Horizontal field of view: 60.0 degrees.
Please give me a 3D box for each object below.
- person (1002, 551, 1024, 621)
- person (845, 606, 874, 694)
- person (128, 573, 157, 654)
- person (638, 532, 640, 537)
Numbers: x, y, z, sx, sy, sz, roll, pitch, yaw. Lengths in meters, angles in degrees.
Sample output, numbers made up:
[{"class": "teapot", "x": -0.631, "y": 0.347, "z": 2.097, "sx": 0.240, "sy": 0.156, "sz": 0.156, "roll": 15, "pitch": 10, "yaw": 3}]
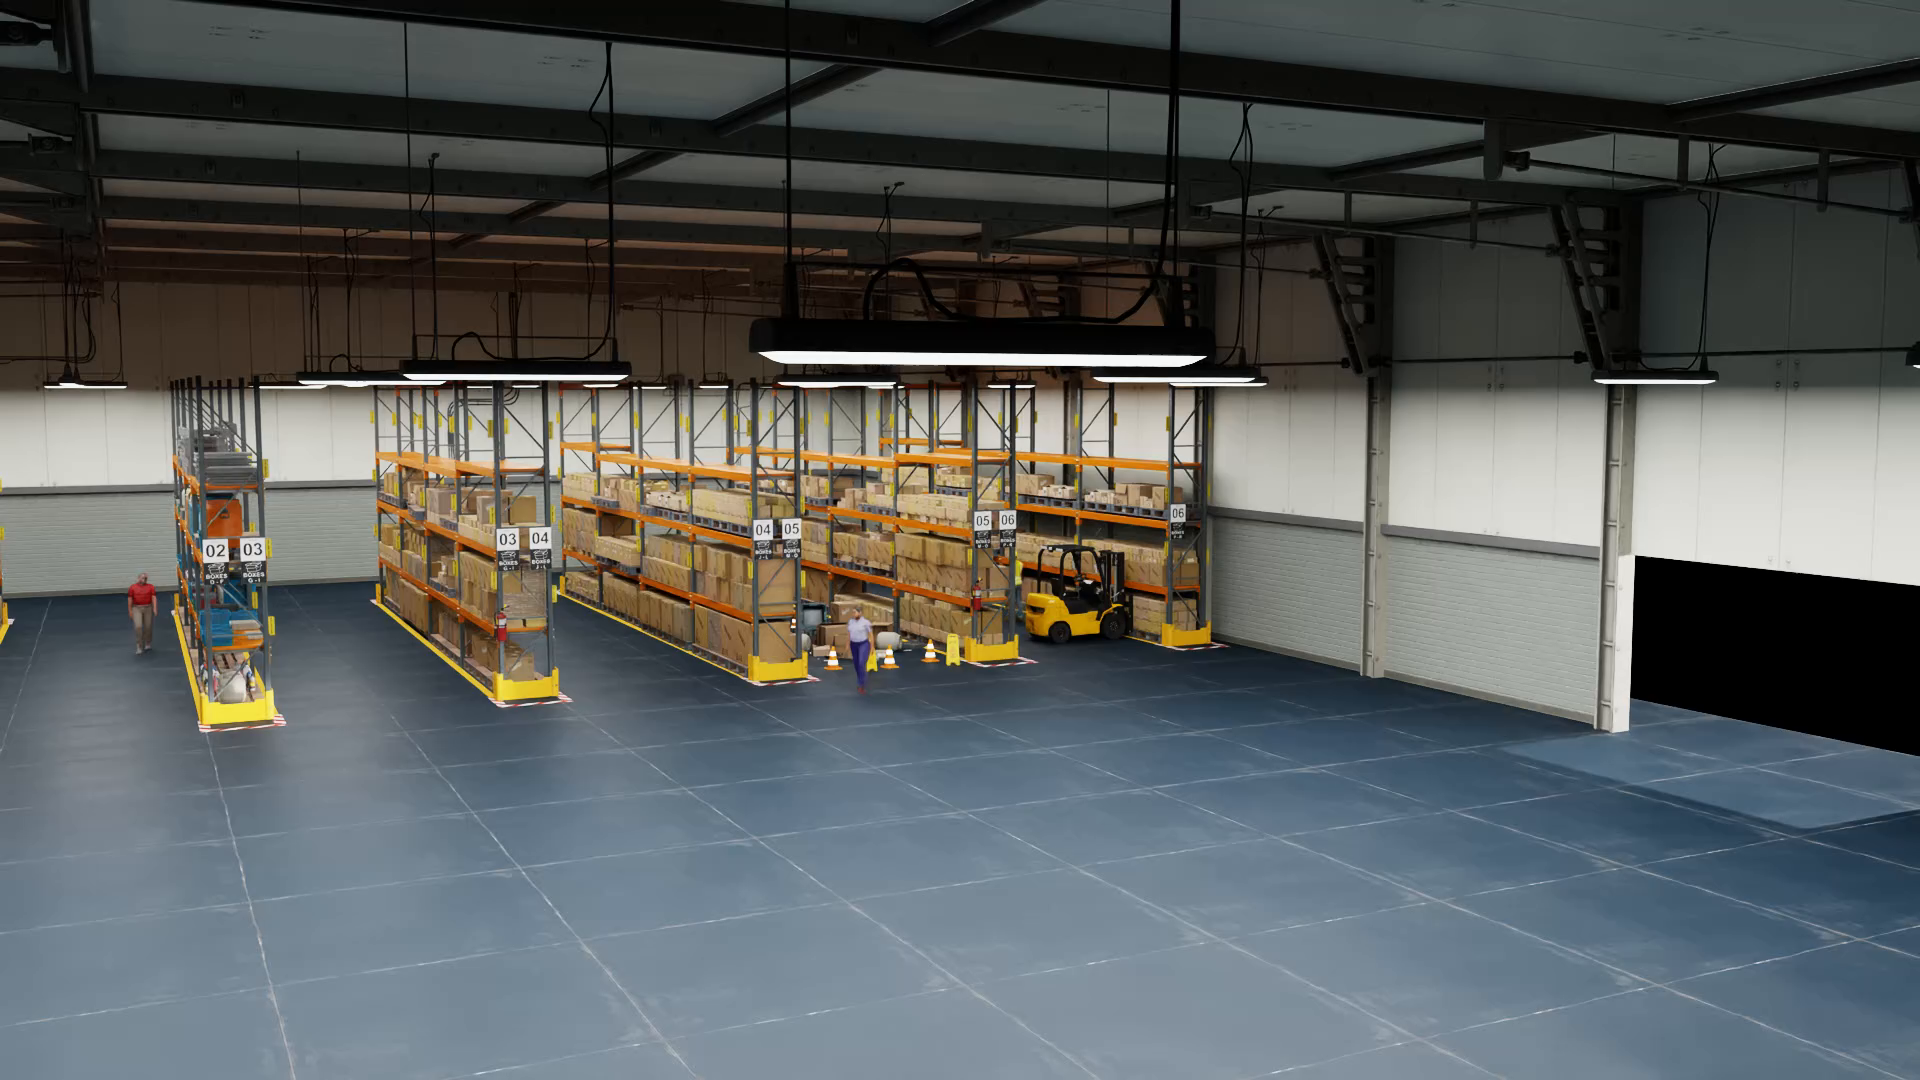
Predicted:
[{"class": "person", "x": 1.375, "y": 1.165, "z": 41.648, "sx": 0.617, "sy": 1.802, "sz": 0.604, "roll": -4, "pitch": 7, "yaw": -39}, {"class": "person", "x": -1.933, "y": 2.085, "z": 31.785, "sx": 0.612, "sy": 1.643, "sz": 0.740, "roll": 3, "pitch": 6, "yaw": 30}, {"class": "person", "x": -18.047, "y": 1.617, "z": 36.772, "sx": 0.561, "sy": 1.763, "sz": 0.684, "roll": -4, "pitch": 6, "yaw": -35}, {"class": "person", "x": -9.252, "y": 0.625, "z": 47.939, "sx": 0.509, "sy": 1.681, "sz": 0.523, "roll": 0, "pitch": 5, "yaw": -2}]
